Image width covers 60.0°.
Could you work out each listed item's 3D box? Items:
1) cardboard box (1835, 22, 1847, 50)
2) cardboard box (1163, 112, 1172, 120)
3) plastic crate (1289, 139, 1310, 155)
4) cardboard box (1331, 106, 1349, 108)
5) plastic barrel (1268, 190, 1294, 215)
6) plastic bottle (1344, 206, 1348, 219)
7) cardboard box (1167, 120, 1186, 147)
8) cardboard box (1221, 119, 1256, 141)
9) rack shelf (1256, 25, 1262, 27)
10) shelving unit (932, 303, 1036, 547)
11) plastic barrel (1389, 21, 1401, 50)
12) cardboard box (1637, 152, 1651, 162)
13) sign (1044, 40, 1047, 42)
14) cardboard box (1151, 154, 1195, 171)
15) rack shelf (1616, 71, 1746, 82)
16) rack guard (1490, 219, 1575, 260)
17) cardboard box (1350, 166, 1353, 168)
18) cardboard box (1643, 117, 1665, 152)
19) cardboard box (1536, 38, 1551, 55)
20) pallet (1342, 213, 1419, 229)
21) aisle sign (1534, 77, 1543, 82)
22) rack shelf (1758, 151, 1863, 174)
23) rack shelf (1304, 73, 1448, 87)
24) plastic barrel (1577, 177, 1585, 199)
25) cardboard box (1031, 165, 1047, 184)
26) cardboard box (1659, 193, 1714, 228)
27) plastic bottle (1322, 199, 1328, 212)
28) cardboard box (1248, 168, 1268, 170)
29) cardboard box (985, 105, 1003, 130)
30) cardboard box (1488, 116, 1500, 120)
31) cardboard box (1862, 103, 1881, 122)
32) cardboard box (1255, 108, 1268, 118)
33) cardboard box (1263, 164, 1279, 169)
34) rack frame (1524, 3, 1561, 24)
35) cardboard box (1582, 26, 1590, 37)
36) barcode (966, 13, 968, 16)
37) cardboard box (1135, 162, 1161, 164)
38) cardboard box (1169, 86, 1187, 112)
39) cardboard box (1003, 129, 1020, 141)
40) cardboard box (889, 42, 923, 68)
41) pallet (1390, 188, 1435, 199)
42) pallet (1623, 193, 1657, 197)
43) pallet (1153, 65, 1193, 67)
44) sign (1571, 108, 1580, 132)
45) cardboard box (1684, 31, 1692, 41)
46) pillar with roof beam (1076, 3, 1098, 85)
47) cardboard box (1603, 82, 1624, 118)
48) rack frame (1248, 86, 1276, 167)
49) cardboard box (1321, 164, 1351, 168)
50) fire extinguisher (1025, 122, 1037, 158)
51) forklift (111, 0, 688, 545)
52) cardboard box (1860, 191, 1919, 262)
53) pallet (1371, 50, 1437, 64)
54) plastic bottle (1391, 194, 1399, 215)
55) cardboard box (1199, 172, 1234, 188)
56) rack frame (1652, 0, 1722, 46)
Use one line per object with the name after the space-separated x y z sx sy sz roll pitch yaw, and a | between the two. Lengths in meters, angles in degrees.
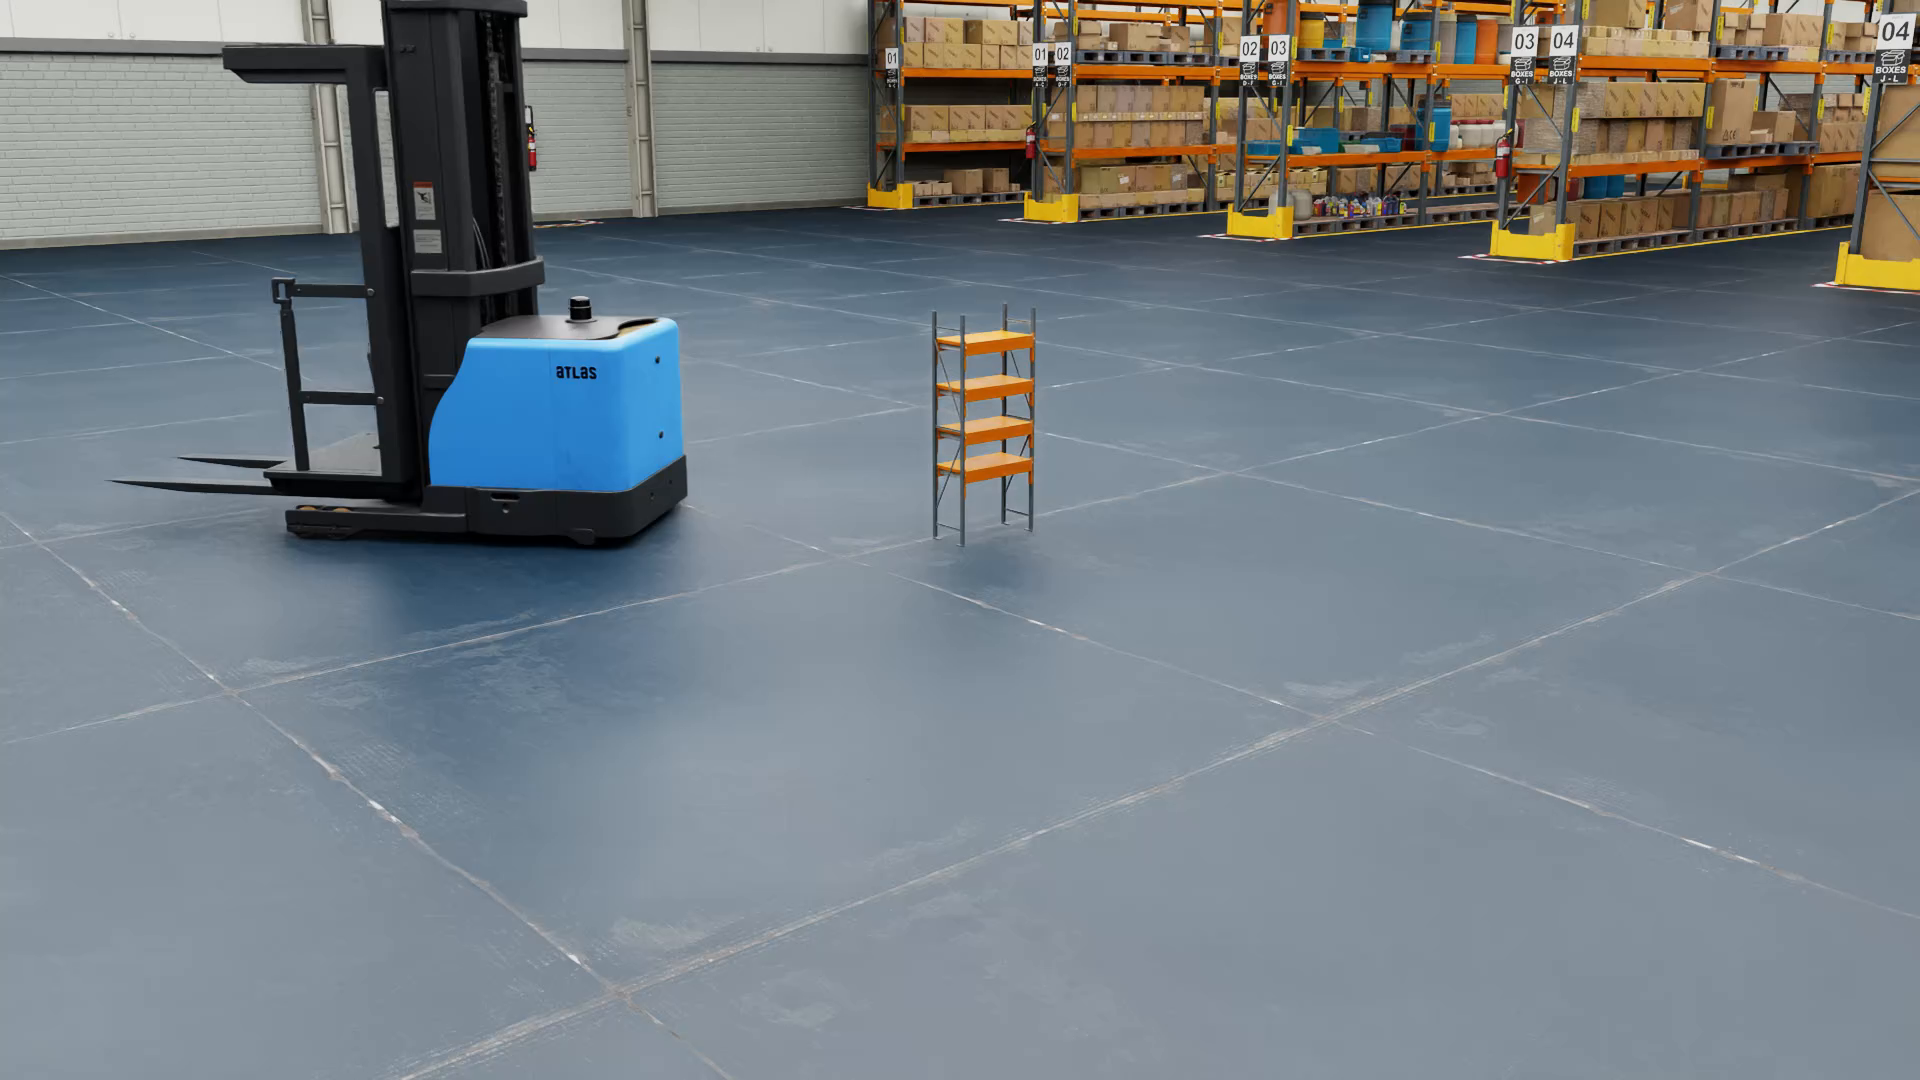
15.266 -8.883 29.374 0.500 0.500 0.500 -11 19 -36 | cardboard box
3.909 -8.256 32.394 0.250 0.149 0.380 -13 20 -40 | cardboard box
5.648 -6.691 28.276 0.408 0.251 0.499 -13 19 -39 | plastic crate
9.620 -11.082 43.843 0.700 0.700 0.980 -13 20 -40 | cardboard box
5.420 -5.639 28.054 0.421 0.512 0.421 0 15 0 | plastic barrel
6.624 -5.636 28.607 0.097 0.201 0.097 0 15 0 | plastic bottle
4.018 -8.035 32.825 0.500 0.500 0.700 -13 20 -40 | cardboard box
5.730 -8.418 34.260 0.500 0.500 0.500 -11 18 -35 | cardboard box
9.031 -13.169 42.783 4.000 0.370 1.077 -13 19 -39 | rack shelf
0.125 -0.608 8.700 0.503 1.200 0.258 -13 19 -39 | shelving unit
7.537 -8.860 29.265 0.421 0.512 0.421 0 15 0 | plastic barrel
10.132 -5.758 24.982 0.250 0.149 0.380 -13 19 -39 | cardboard box
1.849 -10.712 36.227 0.005 0.325 0.100 -13 19 -39 | sign
5.146 -9.058 40.202 0.750 0.750 0.750 -13 20 -40 | cardboard box
15.535 -9.984 35.898 4.000 0.370 1.077 -13 19 -39 | rack shelf
8.282 -4.352 24.075 0.348 0.500 1.175 -13 19 -39 | rack guard
8.702 -8.128 37.358 0.500 0.500 0.500 -14 20 -41 | cardboard box
10.151 -6.170 25.267 0.500 0.500 0.875 -13 19 -39 | cardboard box
8.422 -7.055 23.827 0.500 0.250 0.500 -12 19 -38 | cardboard box
7.457 -5.736 29.815 1.213 0.211 1.003 -13 19 -39 | pallet
14.047 -11.395 40.558 0.004 0.787 0.394 -13 19 -39 | aisle sign
15.768 -6.893 30.139 4.000 0.370 1.077 -13 19 -39 | rack shelf
9.268 -10.272 36.974 4.000 0.370 1.077 -13 19 -39 | rack shelf
12.585 -7.258 34.116 0.421 0.512 0.421 0 15 0 | plastic barrel
2.032 -8.250 37.816 0.500 0.500 0.700 -12 19 -38 | cardboard box
11.719 -5.329 26.880 0.700 0.500 0.500 14 21 43 | cardboard box
6.384 -5.865 29.321 0.135 0.276 0.152 -13 20 -41 | plastic bottle
6.395 -7.769 35.449 0.500 0.311 0.500 -13 20 -41 | cardboard box
0.574 -9.108 35.834 0.500 0.500 0.500 -13 20 -41 | cardboard box
12.486 -9.849 39.615 0.500 0.500 0.500 -13 20 -40 | cardboard box
16.275 -7.889 30.334 0.637 0.503 0.797 -12 19 -39 | cardboard box
7.340 -10.547 41.614 0.500 0.500 0.500 -13 20 -40 | cardboard box
8.154 -9.575 42.813 0.500 0.500 0.700 -12 19 -39 | cardboard box
11.008 -10.765 31.613 0.127 3.000 1.000 -13 19 -39 | rack frame
8.584 -7.118 23.291 0.250 0.149 0.380 -13 20 -40 | cardboard box
0.157 -11.333 35.871 0.075 0.075 0.001 -13 19 -39 | barcode
3.815 -7.287 33.278 0.500 0.500 0.500 -13 19 -39 | cardboard box
4.031 -8.667 32.675 0.500 0.500 0.700 -13 20 -39 | cardboard box
0.948 -8.833 36.257 0.500 0.250 0.500 -13 19 -39 | cardboard box
-1.114 -9.955 34.162 0.500 0.500 0.500 -12 19 -38 | cardboard box
10.188 -8.017 38.353 1.213 0.211 1.003 -13 19 -39 | pallet
14.555 -7.329 35.779 1.213 0.211 1.003 -13 19 -39 | pallet
4.956 -11.272 39.692 1.003 0.211 1.213 -12 19 -37 | pallet
8.581 -5.860 23.197 0.005 0.325 0.100 -13 19 -39 | sign
10.793 -7.596 25.080 0.250 0.149 0.380 -14 20 -42 | cardboard box
5.782 -11.804 35.502 0.400 9.000 9.100 -13 19 -39 | pillar with roof beam
9.200 -6.346 23.986 0.500 0.500 0.500 -13 19 -39 | cardboard box
7.523 -10.473 42.145 0.127 3.000 1.000 -13 19 -39 | rack frame
8.351 -8.413 36.972 0.500 0.250 0.500 -12 19 -37 | cardboard box
1.330 -7.509 31.200 0.183 0.674 0.296 -13 19 -39 | fire extinguisher
-3.105 -1.549 8.869 3.031 2.935 1.130 2 15 9 | forklift
11.872 -3.868 20.723 0.875 0.875 0.875 -13 19 -39 | cardboard box
7.511 -8.406 28.959 1.003 0.211 1.213 -13 19 -39 | pallet
7.694 -5.956 29.517 0.185 0.351 0.144 -13 20 -41 | plastic bottle
5.217 -7.321 33.772 0.500 0.311 0.500 -13 19 -39 | cardboard box
11.242 -9.123 25.467 0.127 3.000 1.000 -13 19 -39 | rack frame
